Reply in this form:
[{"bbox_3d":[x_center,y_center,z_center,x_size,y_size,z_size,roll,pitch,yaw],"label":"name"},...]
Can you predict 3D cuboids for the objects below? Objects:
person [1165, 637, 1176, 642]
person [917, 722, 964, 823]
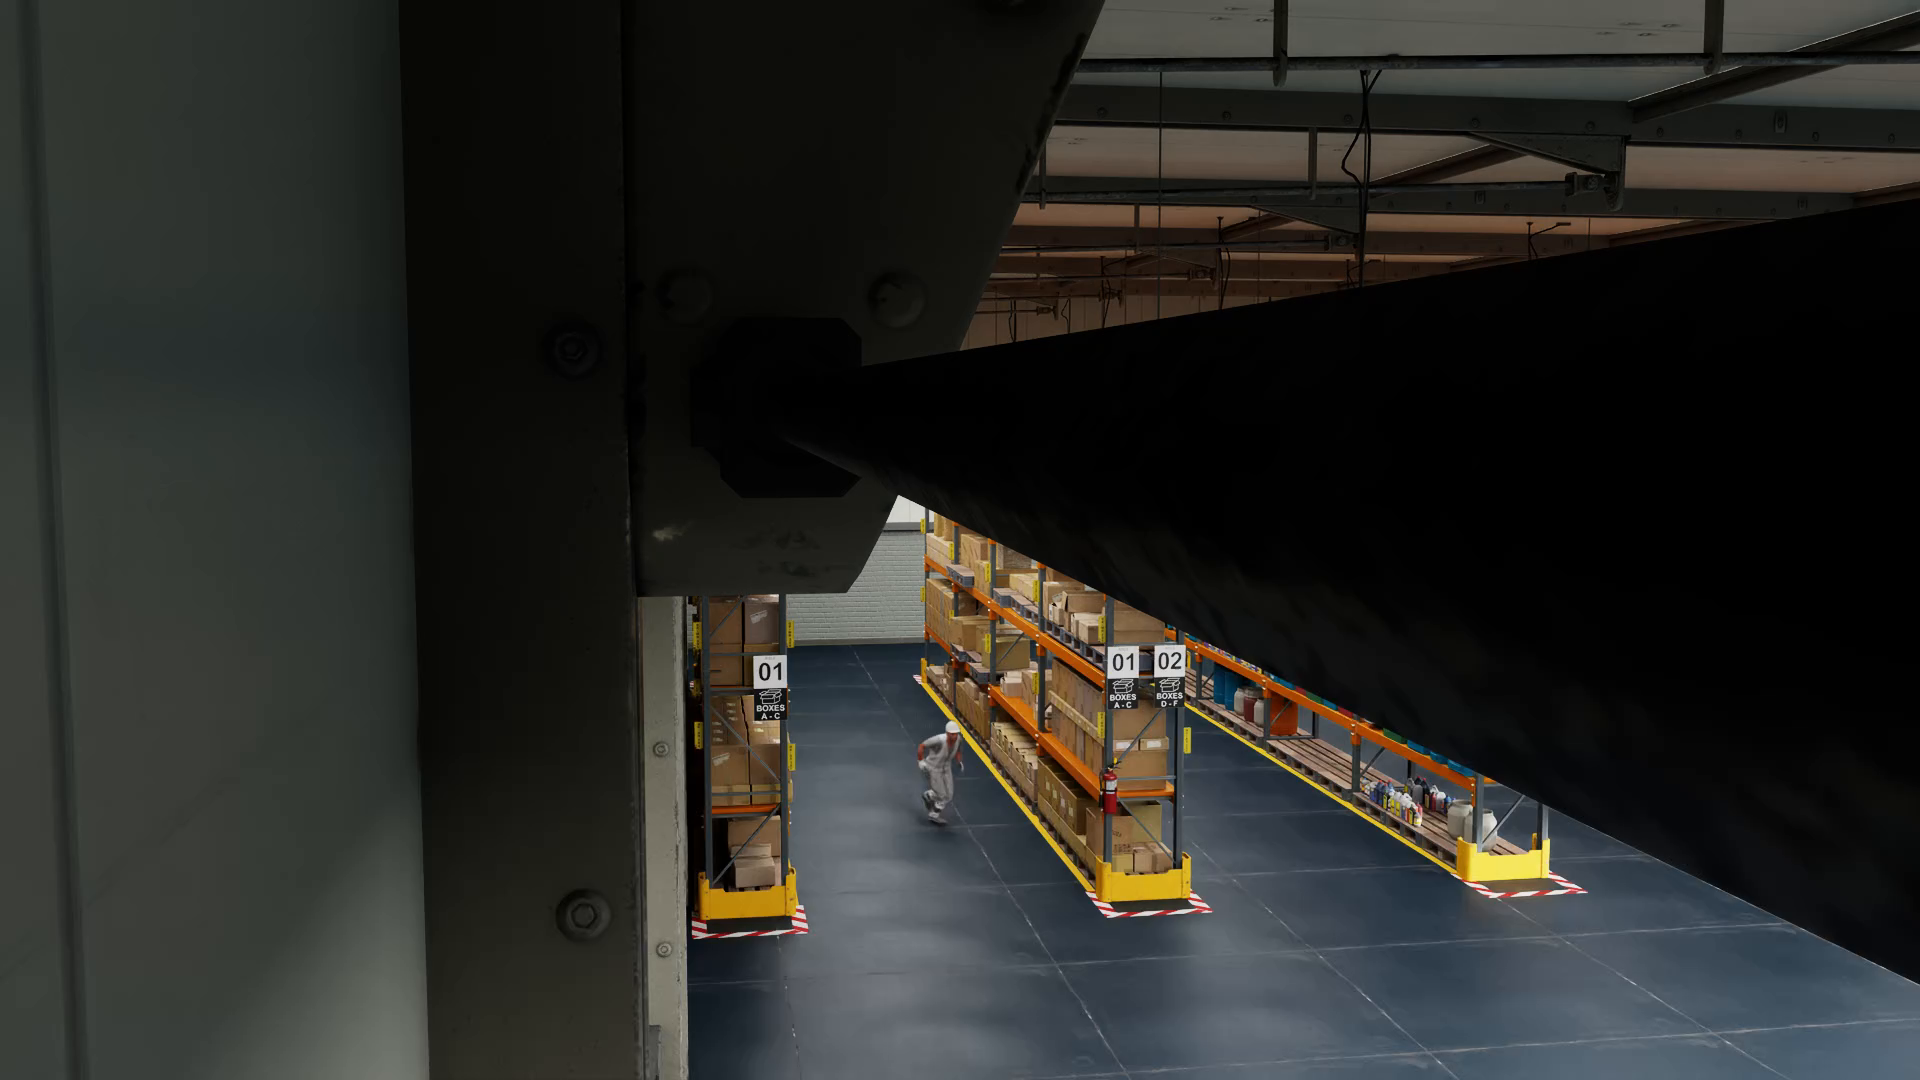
[{"bbox_3d":[4.880,2.018,39.602,0.874,1.705,0.626,0,5,4],"label":"person"},{"bbox_3d":[-0.299,3.405,24.387,0.686,1.584,0.895,-4,6,-35],"label":"person"}]
